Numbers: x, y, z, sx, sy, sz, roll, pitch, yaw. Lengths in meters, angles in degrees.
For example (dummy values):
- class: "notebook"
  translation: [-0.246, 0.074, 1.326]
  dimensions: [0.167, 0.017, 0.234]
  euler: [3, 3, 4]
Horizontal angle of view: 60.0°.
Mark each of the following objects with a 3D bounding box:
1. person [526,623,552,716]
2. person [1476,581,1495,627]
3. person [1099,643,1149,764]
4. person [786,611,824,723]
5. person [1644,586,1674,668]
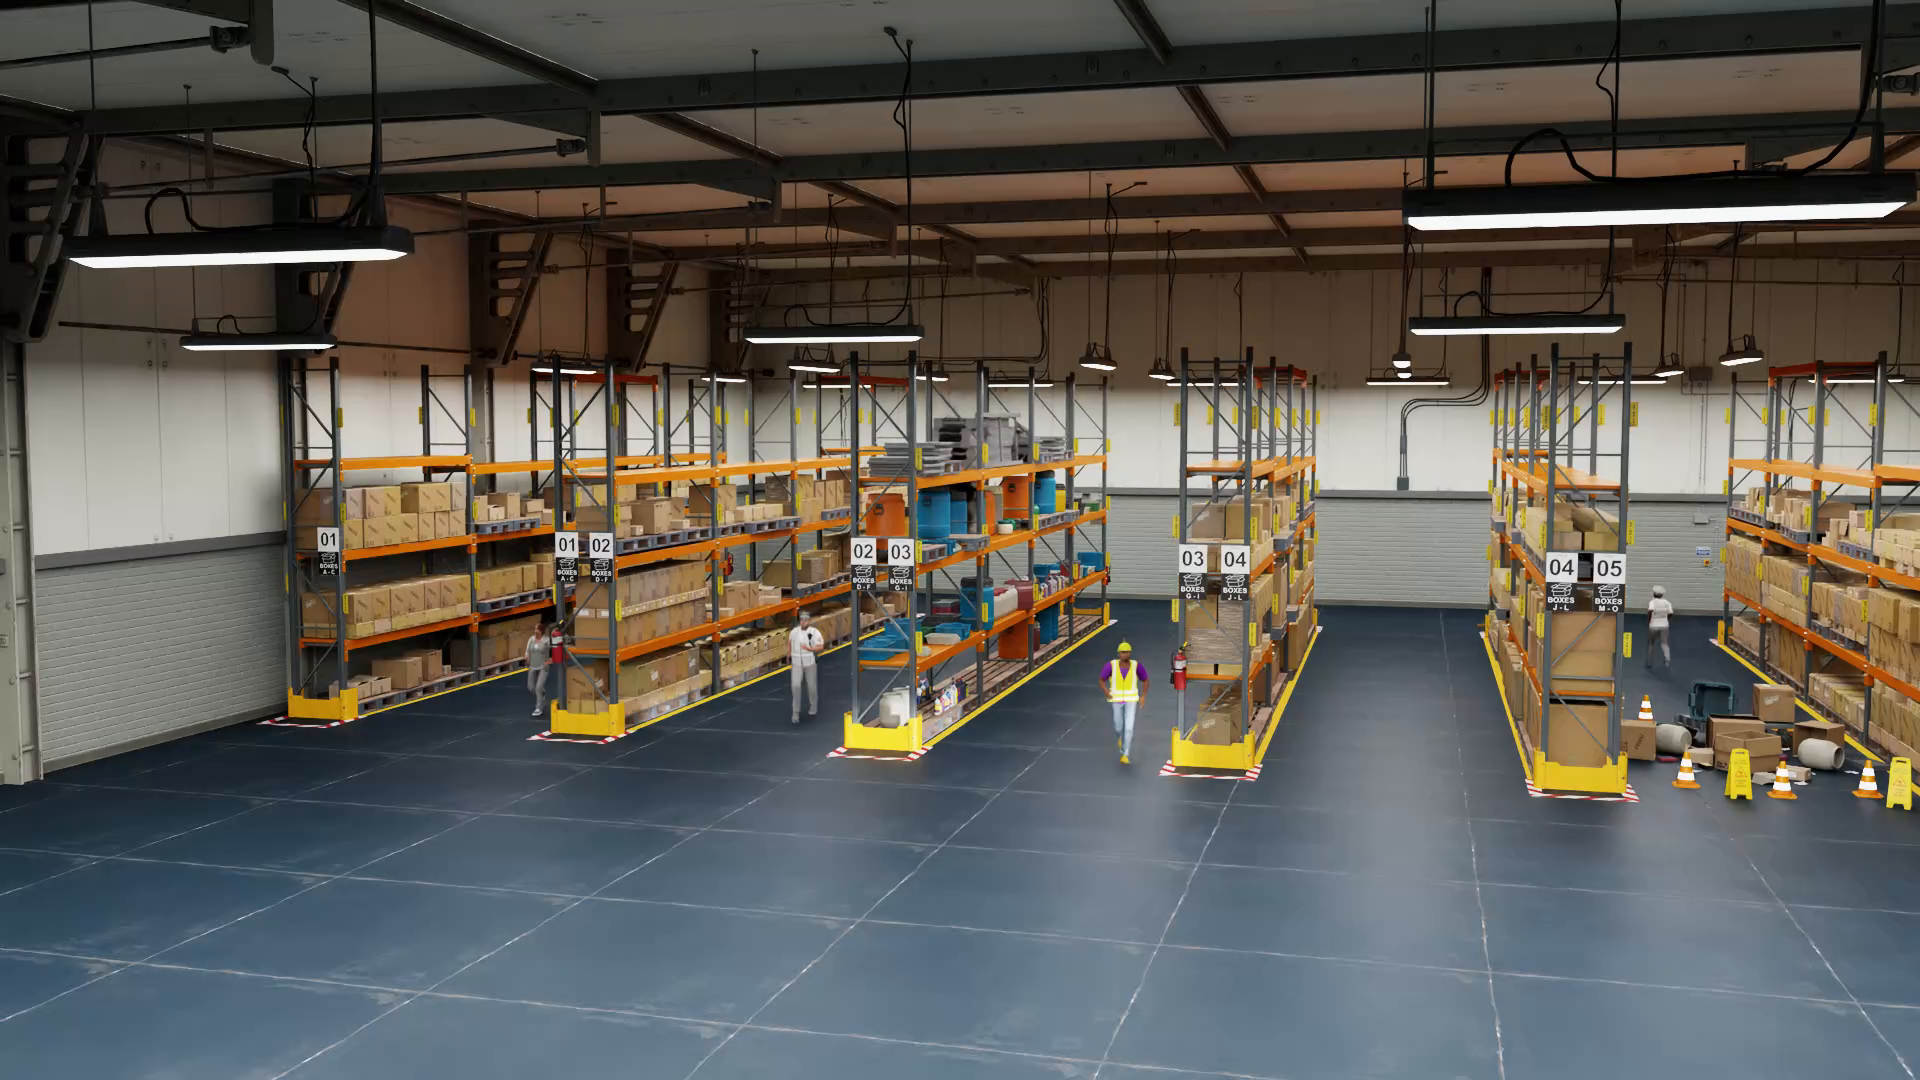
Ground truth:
- class: "person"
  translation: [-7.081, 2.167, 28.063]
  dimensions: [0.534, 1.553, 0.557]
  euler: [1, 4, 8]
- class: "person"
  translation: [12.636, 1.228, 39.152]
  dimensions: [0.970, 1.725, 0.699]
  euler: [2, 5, 30]
- class: "person"
  translation: [2.396, 2.365, 24.342]
  dimensions: [0.738, 1.748, 0.681]
  euler: [1, 4, 7]
- class: "person"
  translation: [-2.576, 2.070, 27.608]
  dimensions: [0.653, 1.795, 0.921]
  euler: [0, 4, 5]
- class: "person"
  translation: [13.780, 1.766, 32.755]
  dimensions: [0.543, 1.716, 1.078]
  euler: [1, 4, 9]
